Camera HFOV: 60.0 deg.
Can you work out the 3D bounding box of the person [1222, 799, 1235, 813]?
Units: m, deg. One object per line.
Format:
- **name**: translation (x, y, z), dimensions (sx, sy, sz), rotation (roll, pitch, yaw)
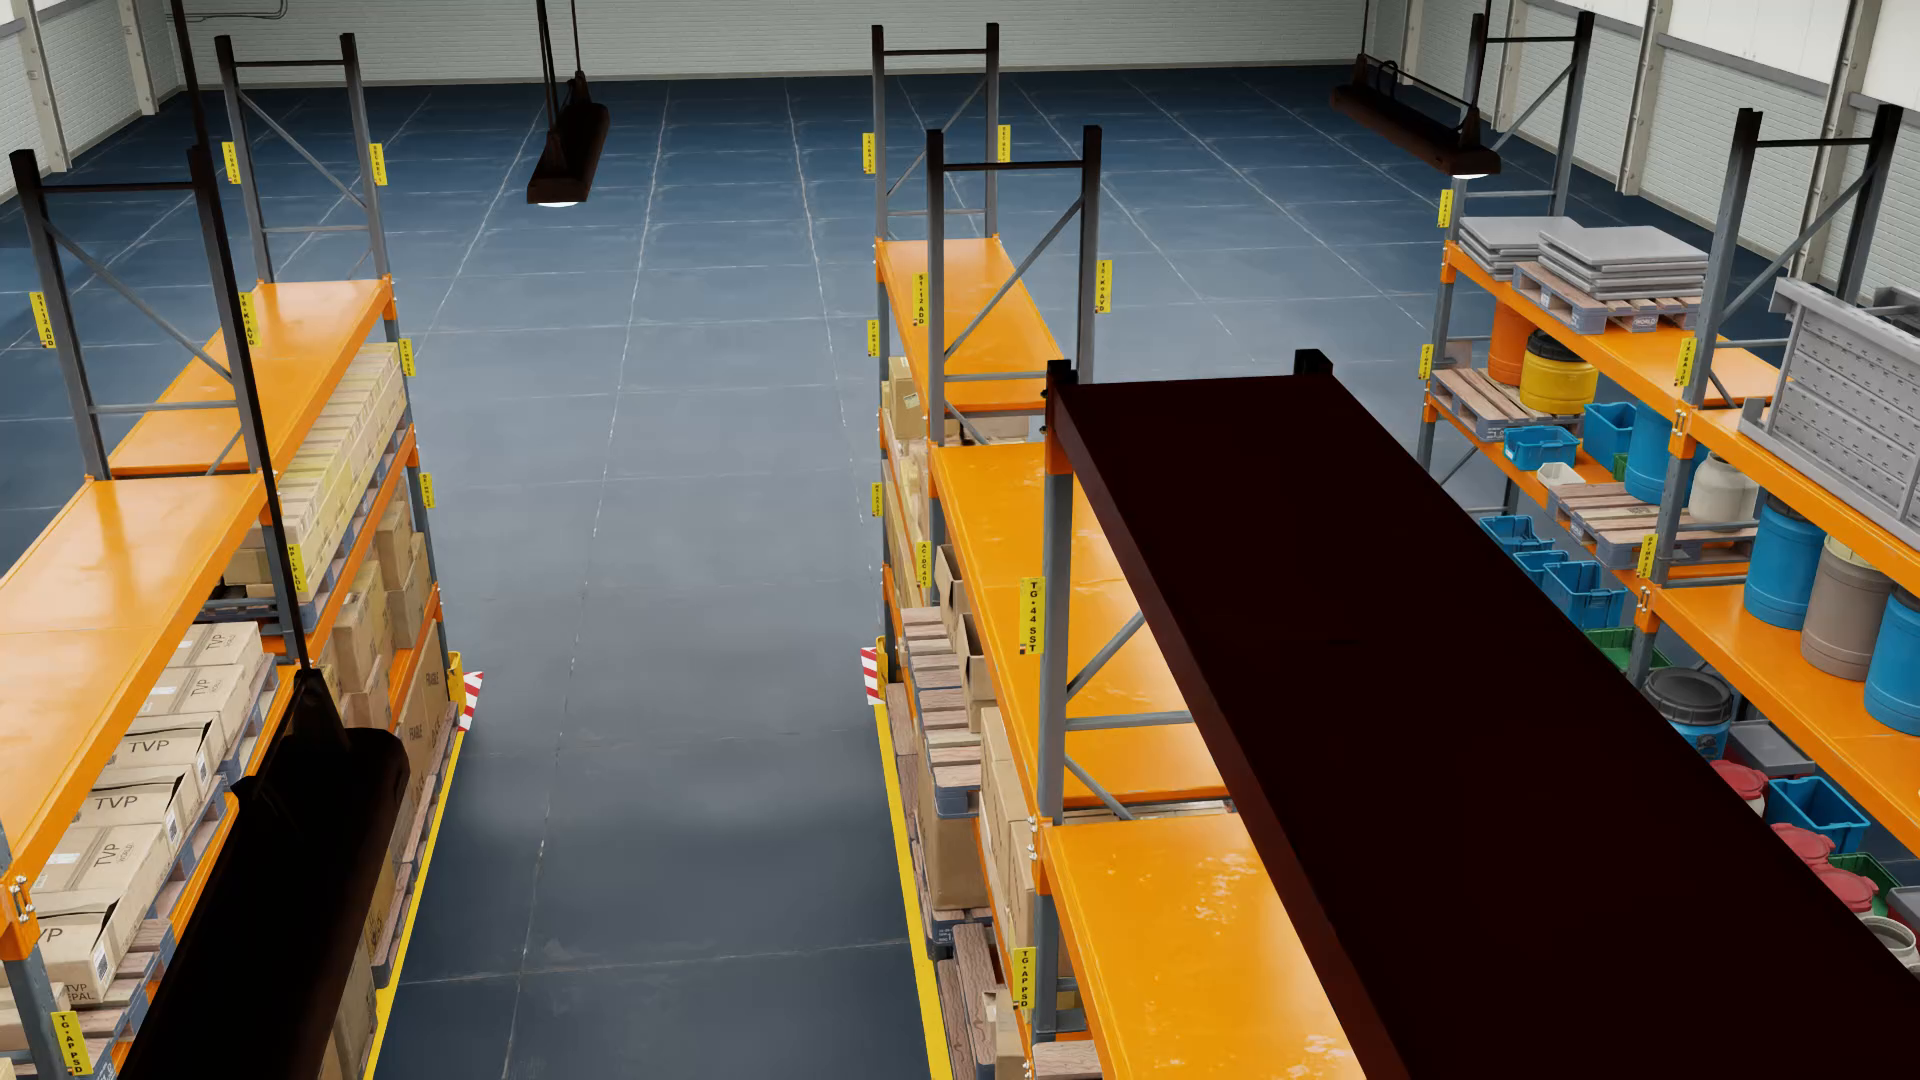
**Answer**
- **person**: translation (1.786, 1.911, 12.434), dimensions (0.579, 1.762, 0.478), rotation (1, 26, 2)
